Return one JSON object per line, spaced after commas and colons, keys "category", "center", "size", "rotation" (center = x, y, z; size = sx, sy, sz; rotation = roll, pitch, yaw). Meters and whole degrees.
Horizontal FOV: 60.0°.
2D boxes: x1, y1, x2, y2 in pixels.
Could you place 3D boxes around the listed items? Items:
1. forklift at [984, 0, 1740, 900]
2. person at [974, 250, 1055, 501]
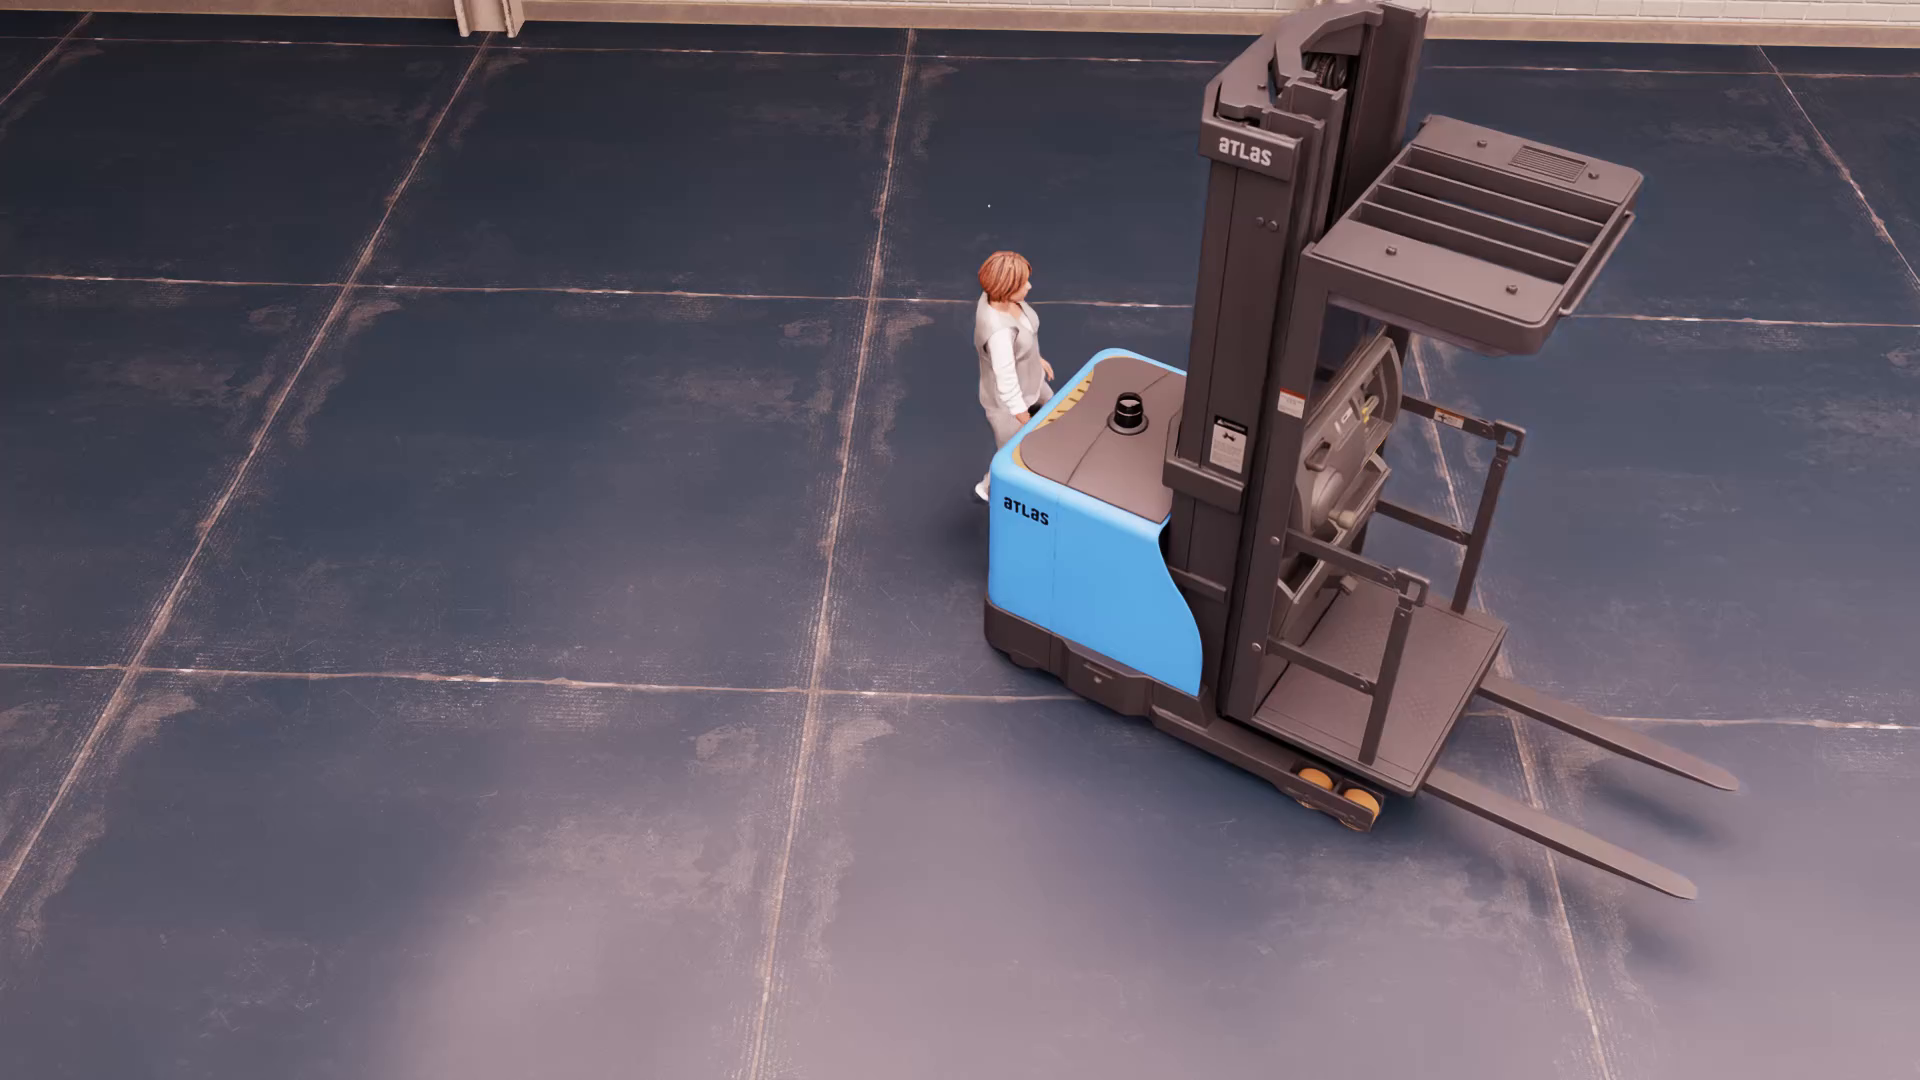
{"category": "forklift", "center": [1.621, -0.337, 6.111], "size": [3.031, 2.935, 1.130], "rotation": [24, 47, 24]}
{"category": "person", "center": [0.370, -0.617, 7.457], "size": [0.634, 1.496, 0.608], "rotation": [10, 43, 11]}
